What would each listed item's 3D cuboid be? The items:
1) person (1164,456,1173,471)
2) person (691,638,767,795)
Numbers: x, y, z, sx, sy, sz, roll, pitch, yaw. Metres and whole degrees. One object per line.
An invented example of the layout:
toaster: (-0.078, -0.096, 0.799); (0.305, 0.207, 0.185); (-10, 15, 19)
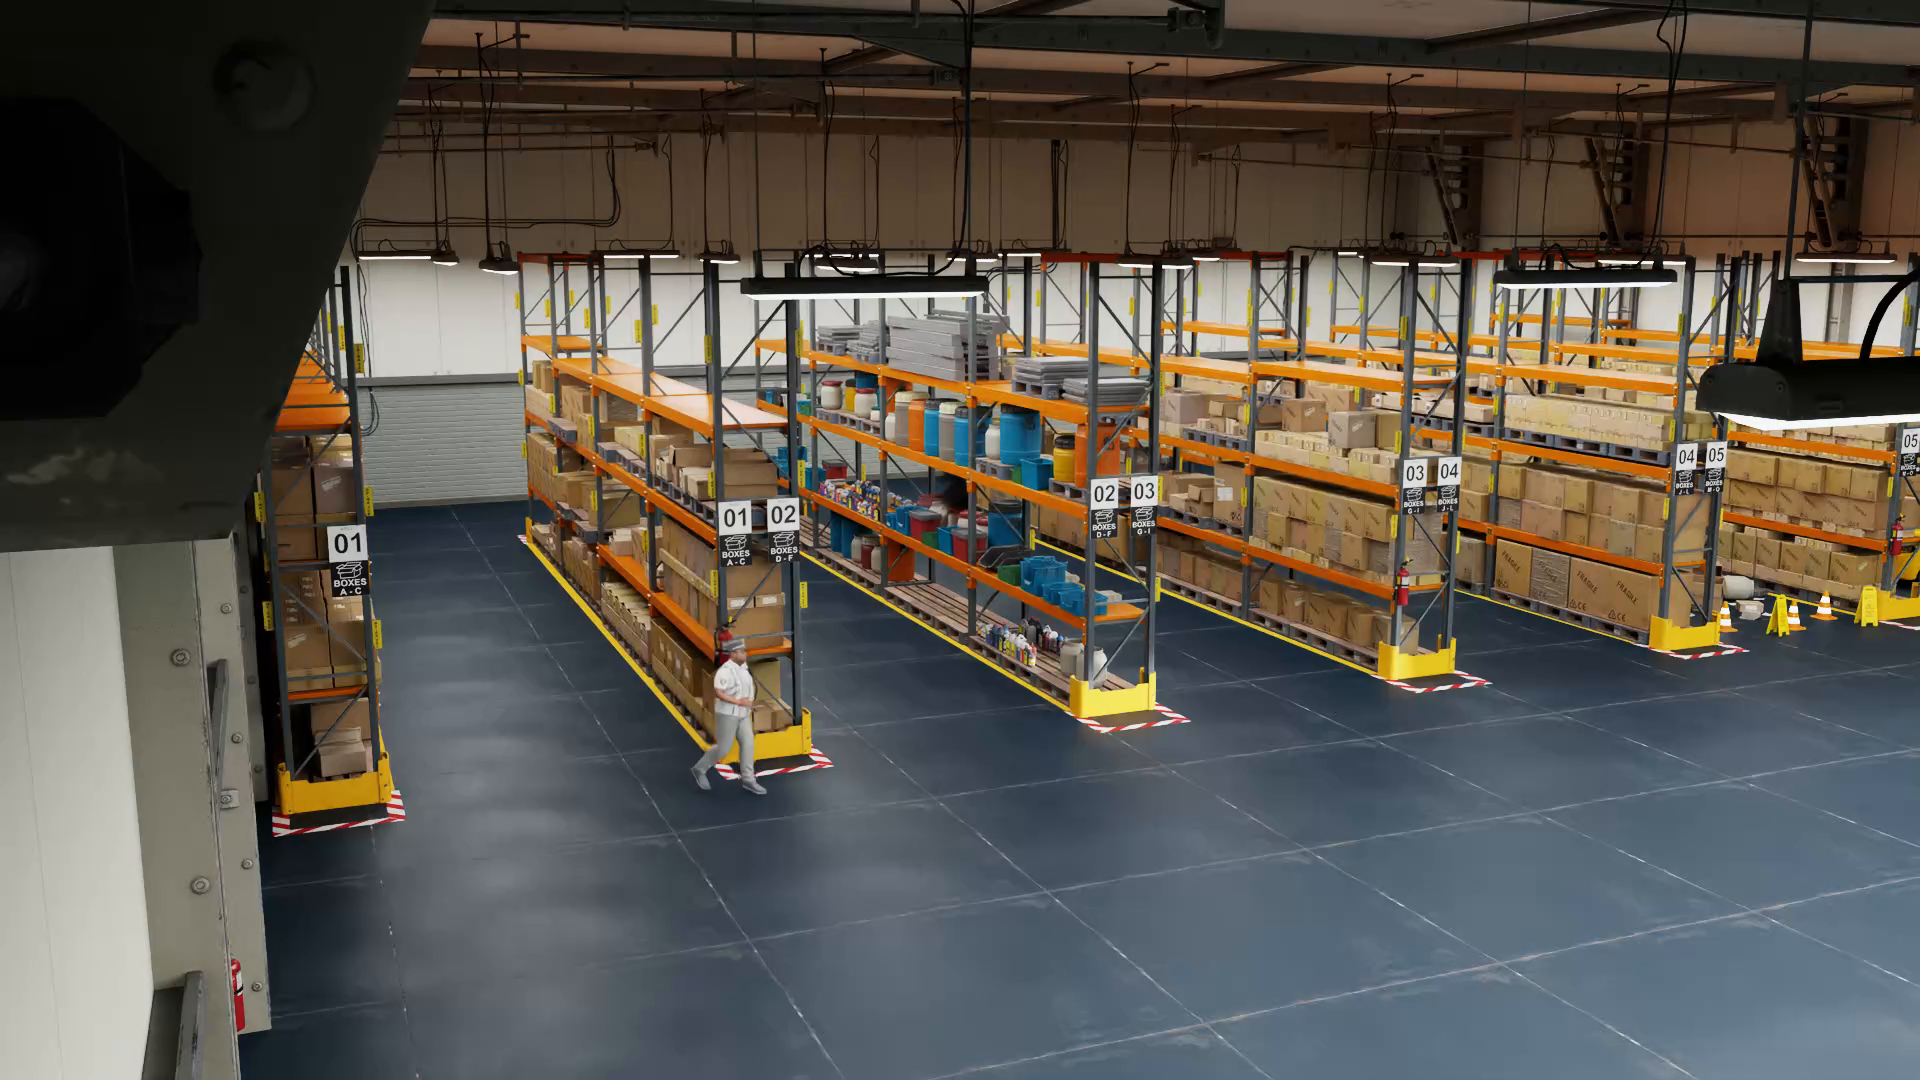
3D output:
person: (5.437, -2.038, 41.713); (0.783, 1.744, 0.742); (1, 10, 8)
person: (-2.604, 2.000, 19.174); (0.901, 1.777, 0.712); (4, 11, 23)
